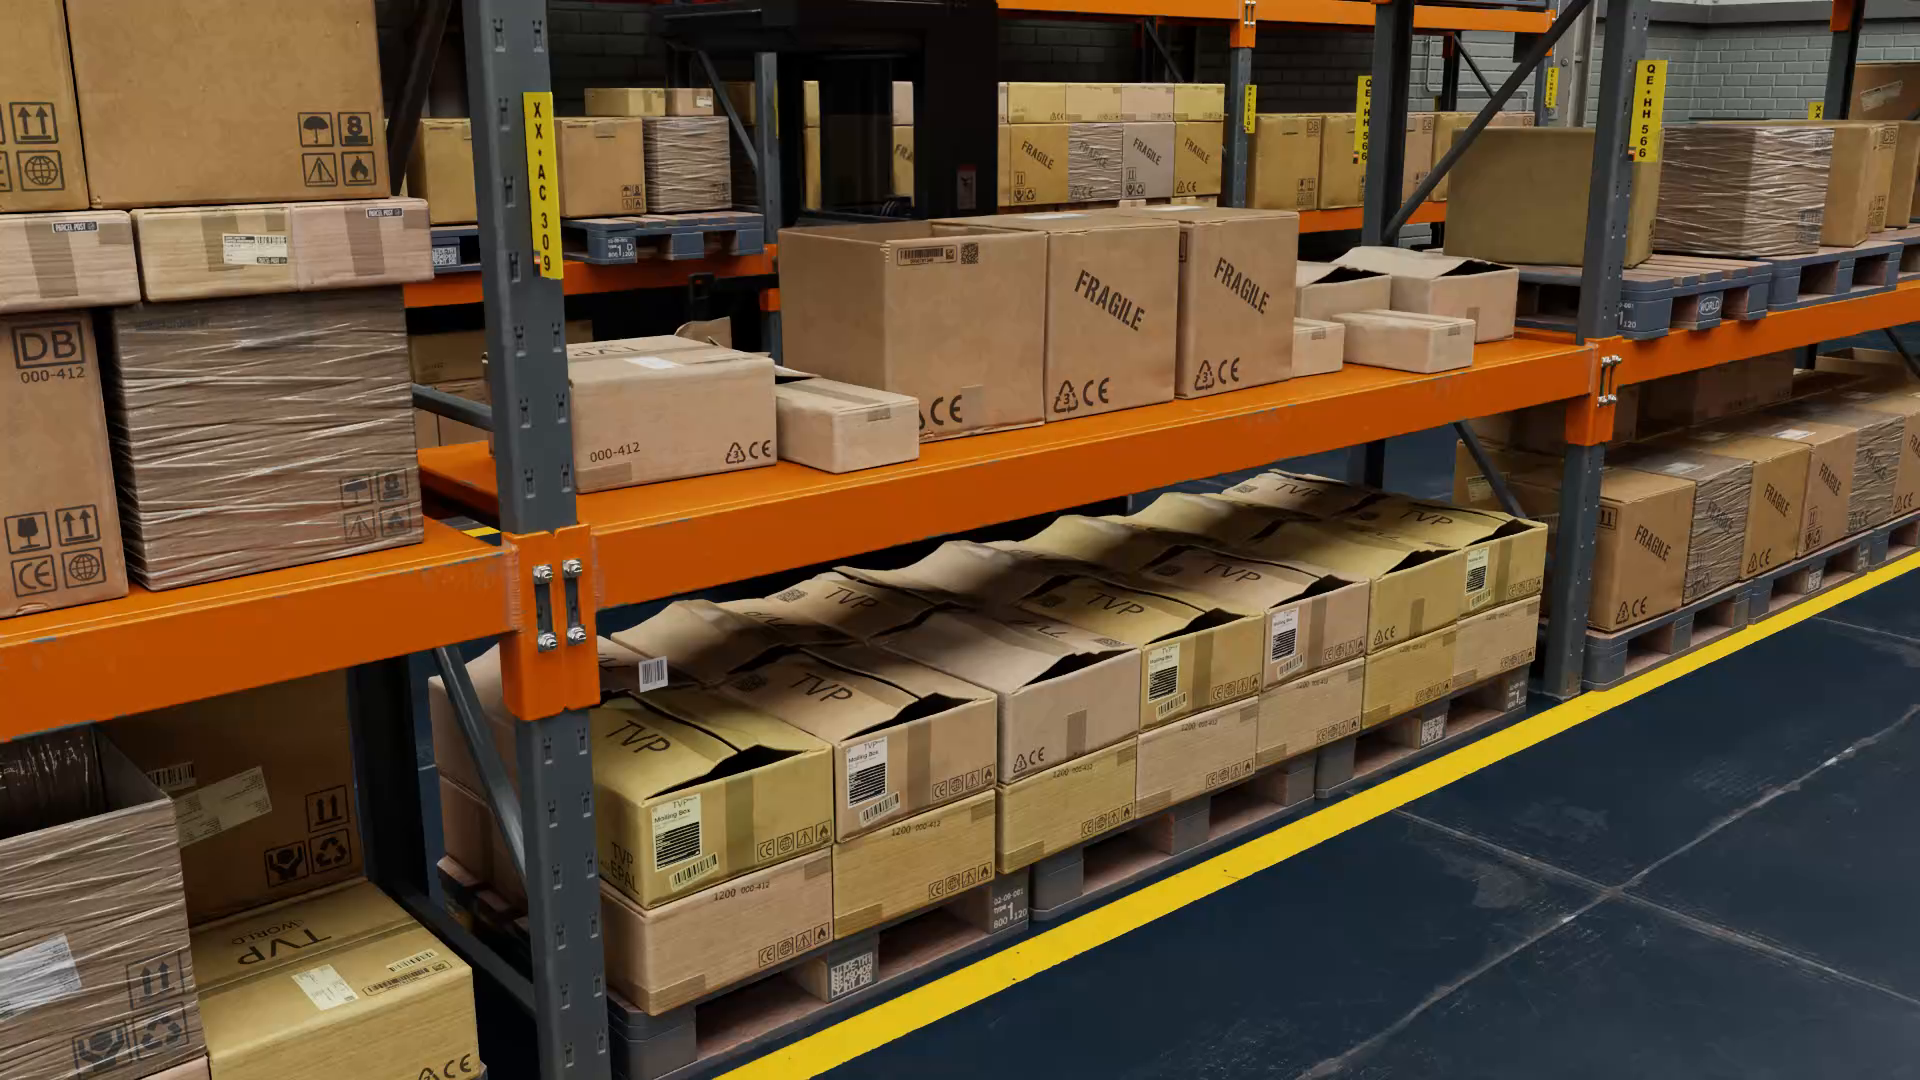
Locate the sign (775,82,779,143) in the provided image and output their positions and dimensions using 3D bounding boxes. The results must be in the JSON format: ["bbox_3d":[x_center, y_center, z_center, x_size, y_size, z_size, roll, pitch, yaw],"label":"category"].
[{"bbox_3d":[-0.987,-2.345,9.126,0.005,0.325,0.100,-13,19,-39],"label":"sign"}]

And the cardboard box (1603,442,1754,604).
[{"bbox_3d":[2.827,-0.080,6.729,0.500,0.500,0.500,-14,20,-41],"label":"cardboard box"}]

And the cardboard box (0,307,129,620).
[{"bbox_3d":[-1.837,-0.168,2.872,0.500,0.500,0.700,-13,20,-40],"label":"cardboard box"}]

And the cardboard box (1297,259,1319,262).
[{"bbox_3d":[2.654,-2.169,13.332,0.250,0.149,0.380,-13,20,-41],"label":"cardboard box"}]

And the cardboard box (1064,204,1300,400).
[{"bbox_3d":[0.649,-0.725,4.958,0.500,0.500,0.500,-14,20,-42],"label":"cardboard box"}]

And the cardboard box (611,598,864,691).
[{"bbox_3d":[-0.607,0.354,4.538,0.500,0.311,0.500,-12,19,-38],"label":"cardboard box"}]

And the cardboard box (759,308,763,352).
[{"bbox_3d":[-0.709,-1.191,10.249,0.750,0.750,0.750,-13,20,-40],"label":"cardboard box"}]

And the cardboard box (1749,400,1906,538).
[{"bbox_3d":[3.981,-0.340,7.702,0.500,0.500,0.500,-12,19,-39],"label":"cardboard box"}]

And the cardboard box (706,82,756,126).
[{"bbox_3d":[-1.178,-2.619,9.981,0.500,0.250,0.500,-12,19,-38],"label":"cardboard box"}]

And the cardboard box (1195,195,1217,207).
[{"bbox_3d":[1.598,-2.381,11.801,0.250,0.149,0.380,-12,19,-39],"label":"cardboard box"}]

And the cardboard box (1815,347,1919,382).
[{"bbox_3d":[5.166,-0.798,9.417,0.500,0.500,0.500,-13,19,-39],"label":"cardboard box"}]

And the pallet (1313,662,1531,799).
[{"bbox_3d":[1.258,0.515,5.913,1.213,0.211,1.003,-13,19,-39],"label":"pallet"}]

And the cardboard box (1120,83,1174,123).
[{"bbox_3d":[1.091,-2.956,11.241,0.500,0.250,0.500,-12,19,-38],"label":"cardboard box"}]

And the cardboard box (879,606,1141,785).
[{"bbox_3d":[0.133,0.375,4.461,0.500,0.311,0.500,-14,20,-41],"label":"cardboard box"}]

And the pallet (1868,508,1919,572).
[{"bbox_3d":[4.333,-0.149,8.400,1.213,0.211,1.003,-13,19,-39],"label":"pallet"}]

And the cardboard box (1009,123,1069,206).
[{"bbox_3d":[0.348,-2.422,10.697,0.500,0.500,0.500,-12,19,-38],"label":"cardboard box"}]

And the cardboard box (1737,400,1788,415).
[{"bbox_3d":[3.620,-0.436,8.062,0.500,0.500,0.500,-12,19,-39],"label":"cardboard box"}]

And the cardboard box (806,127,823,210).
[{"bbox_3d":[-0.816,-2.162,9.722,0.500,0.500,0.500,-12,19,-38],"label":"cardboard box"}]

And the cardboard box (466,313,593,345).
[{"bbox_3d":[-2.330,-1.078,9.013,0.500,0.250,0.500,-12,19,-38],"label":"cardboard box"}]

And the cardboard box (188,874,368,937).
[{"bbox_3d":[-1.662,0.859,3.737,0.500,0.250,0.500,-13,19,-39],"label":"cardboard box"}]

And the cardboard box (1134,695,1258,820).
[{"bbox_3d":[0.514,0.558,4.861,0.500,0.250,0.500,-12,19,-38],"label":"cardboard box"}]

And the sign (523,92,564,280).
[{"bbox_3d":[-0.748,-0.635,2.984,0.005,0.325,0.100,-13,19,-39],"label":"sign"}]

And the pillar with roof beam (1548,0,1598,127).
[{"bbox_3d":[8.980,-5.969,13.159,0.400,9.000,9.100,-13,19,-39],"label":"pillar with roof beam"}]

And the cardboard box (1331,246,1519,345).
[{"bbox_3d":[1.601,-0.868,5.859,0.500,0.311,0.500,-11,19,-36],"label":"cardboard box"}]

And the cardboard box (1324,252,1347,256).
[{"bbox_3d":[3.230,-2.299,13.816,0.250,0.149,0.380,-12,19,-39],"label":"cardboard box"}]

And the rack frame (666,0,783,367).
[{"bbox_3d":[-1.350,-1.928,9.655,0.127,3.000,1.000,-13,19,-39],"label":"rack frame"}]

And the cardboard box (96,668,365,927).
[{"bbox_3d":[-1.668,0.494,3.648,0.500,0.500,0.500,-13,19,-39],"label":"cardboard box"}]

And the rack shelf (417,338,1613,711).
[{"bbox_3d":[0.396,-0.278,4.871,4.000,0.370,1.077,-13,19,-39],"label":"rack shelf"}]

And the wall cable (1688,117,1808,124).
[{"bbox_3d":[9.186,-5.570,17.681,0.112,2.526,3.097,-13,19,-39],"label":"wall cable"}]

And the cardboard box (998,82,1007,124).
[{"bbox_3d":[-0.059,-2.695,10.265,0.500,0.250,0.500,-12,19,-39],"label":"cardboard box"}]

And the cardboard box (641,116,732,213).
[{"bbox_3d":[-1.698,-2.107,9.280,0.700,0.500,0.500,13,20,40],"label":"cardboard box"}]

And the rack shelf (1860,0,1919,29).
[{"bbox_3d":[6.431,-3.082,9.558,4.000,0.370,1.077,-13,19,-39],"label":"rack shelf"}]

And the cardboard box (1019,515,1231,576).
[{"bbox_3d":[0.540,0.099,5.496,0.500,0.311,0.500,-13,20,-41],"label":"cardboard box"}]

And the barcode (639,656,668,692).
[{"bbox_3d":[-0.647,0.283,3.510,0.075,0.075,0.001,-13,19,-39],"label":"barcode"}]

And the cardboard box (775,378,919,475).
[{"bbox_3d":[-0.310,-0.275,3.955,0.250,0.149,0.380,-13,19,-39],"label":"cardboard box"}]

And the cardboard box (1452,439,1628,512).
[{"bbox_3d":[2.456,-0.173,7.077,0.500,0.500,0.500,-12,19,-37],"label":"cardboard box"}]

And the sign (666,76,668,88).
[{"bbox_3d":[-1.717,-2.595,9.908,0.005,0.325,0.100,-13,19,-39],"label":"sign"}]

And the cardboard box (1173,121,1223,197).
[{"bbox_3d":[1.485,-2.680,11.661,0.500,0.500,0.500,-13,20,-40],"label":"cardboard box"}]

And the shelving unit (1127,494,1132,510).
[{"bbox_3d":[0.645,-0.721,8.624,0.503,1.200,0.258,-12,19,-38],"label":"shelving unit"}]

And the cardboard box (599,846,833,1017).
[{"bbox_3d":[-0.646,0.819,3.886,0.500,0.250,0.500,-13,20,-41],"label":"cardboard box"}]

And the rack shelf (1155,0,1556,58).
[{"bbox_3d":[3.176,-4.046,13.166,4.000,0.370,1.077,-13,19,-39],"label":"rack shelf"}]

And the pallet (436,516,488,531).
[{"bbox_3d":[-2.861,-0.243,8.750,1.213,0.211,1.003,-13,19,-39],"label":"pallet"}]

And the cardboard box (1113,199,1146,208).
[{"bbox_3d":[1.038,-2.243,11.281,0.250,0.149,0.380,-13,19,-39],"label":"cardboard box"}]

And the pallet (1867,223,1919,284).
[{"bbox_3d":[4.247,-1.435,8.181,1.213,0.211,1.003,-13,19,-39],"label":"pallet"}]

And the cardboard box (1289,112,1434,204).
[{"bbox_3d":[3.184,-3.087,13.412,0.700,0.700,0.980,-14,20,-42],"label":"cardboard box"}]

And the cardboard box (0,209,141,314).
[{"bbox_3d":[-1.561,-0.474,2.761,0.250,0.149,0.380,-13,20,-41],"label":"cardboard box"}]

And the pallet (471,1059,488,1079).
[{"bbox_3d":[-1.741,1.187,3.396,1.213,0.211,1.003,-13,19,-39],"label":"pallet"}]

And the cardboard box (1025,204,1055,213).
[{"bbox_3d":[0.403,-2.132,10.867,0.250,0.149,0.380,-12,19,-38],"label":"cardboard box"}]

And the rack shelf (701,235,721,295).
[{"bbox_3d":[0.159,-1.919,11.016,4.000,0.370,1.077,-13,19,-39],"label":"rack shelf"}]

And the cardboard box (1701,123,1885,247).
[{"bbox_3d":[3.630,-1.582,7.351,0.700,0.500,0.500,10,18,33],"label":"cardboard box"}]

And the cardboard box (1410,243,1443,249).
[{"bbox_3d":[4.185,-2.514,14.621,0.250,0.149,0.380,-12,19,-39],"label":"cardboard box"}]

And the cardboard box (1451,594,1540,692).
[{"bbox_3d":[1.668,0.298,5.836,0.500,0.250,0.500,-12,19,-38],"label":"cardboard box"}]

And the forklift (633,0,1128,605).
[{"bbox_3d":[-0.637,-1.239,7.210,3.031,2.935,1.130,-12,19,-38],"label":"forklift"}]

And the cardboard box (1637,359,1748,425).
[{"bbox_3d":[3.265,-0.720,7.671,0.500,0.250,0.500,-13,20,-40],"label":"cardboard box"}]

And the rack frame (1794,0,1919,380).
[{"bbox_3d":[4.922,-1.642,8.583,0.127,3.000,1.000,-13,19,-39],"label":"rack frame"}]

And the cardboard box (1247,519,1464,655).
[{"bbox_3d":[1.283,0.117,5.429,0.500,0.311,0.500,-13,20,-40],"label":"cardboard box"}]

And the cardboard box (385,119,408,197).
[{"bbox_3d":[-3.059,-1.802,8.136,0.500,0.500,0.700,-10,18,-32],"label":"cardboard box"}]

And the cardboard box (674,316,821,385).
[{"bbox_3d":[-0.570,-0.406,4.219,0.258,0.266,0.396,-13,20,-41],"label":"cardboard box"}]
